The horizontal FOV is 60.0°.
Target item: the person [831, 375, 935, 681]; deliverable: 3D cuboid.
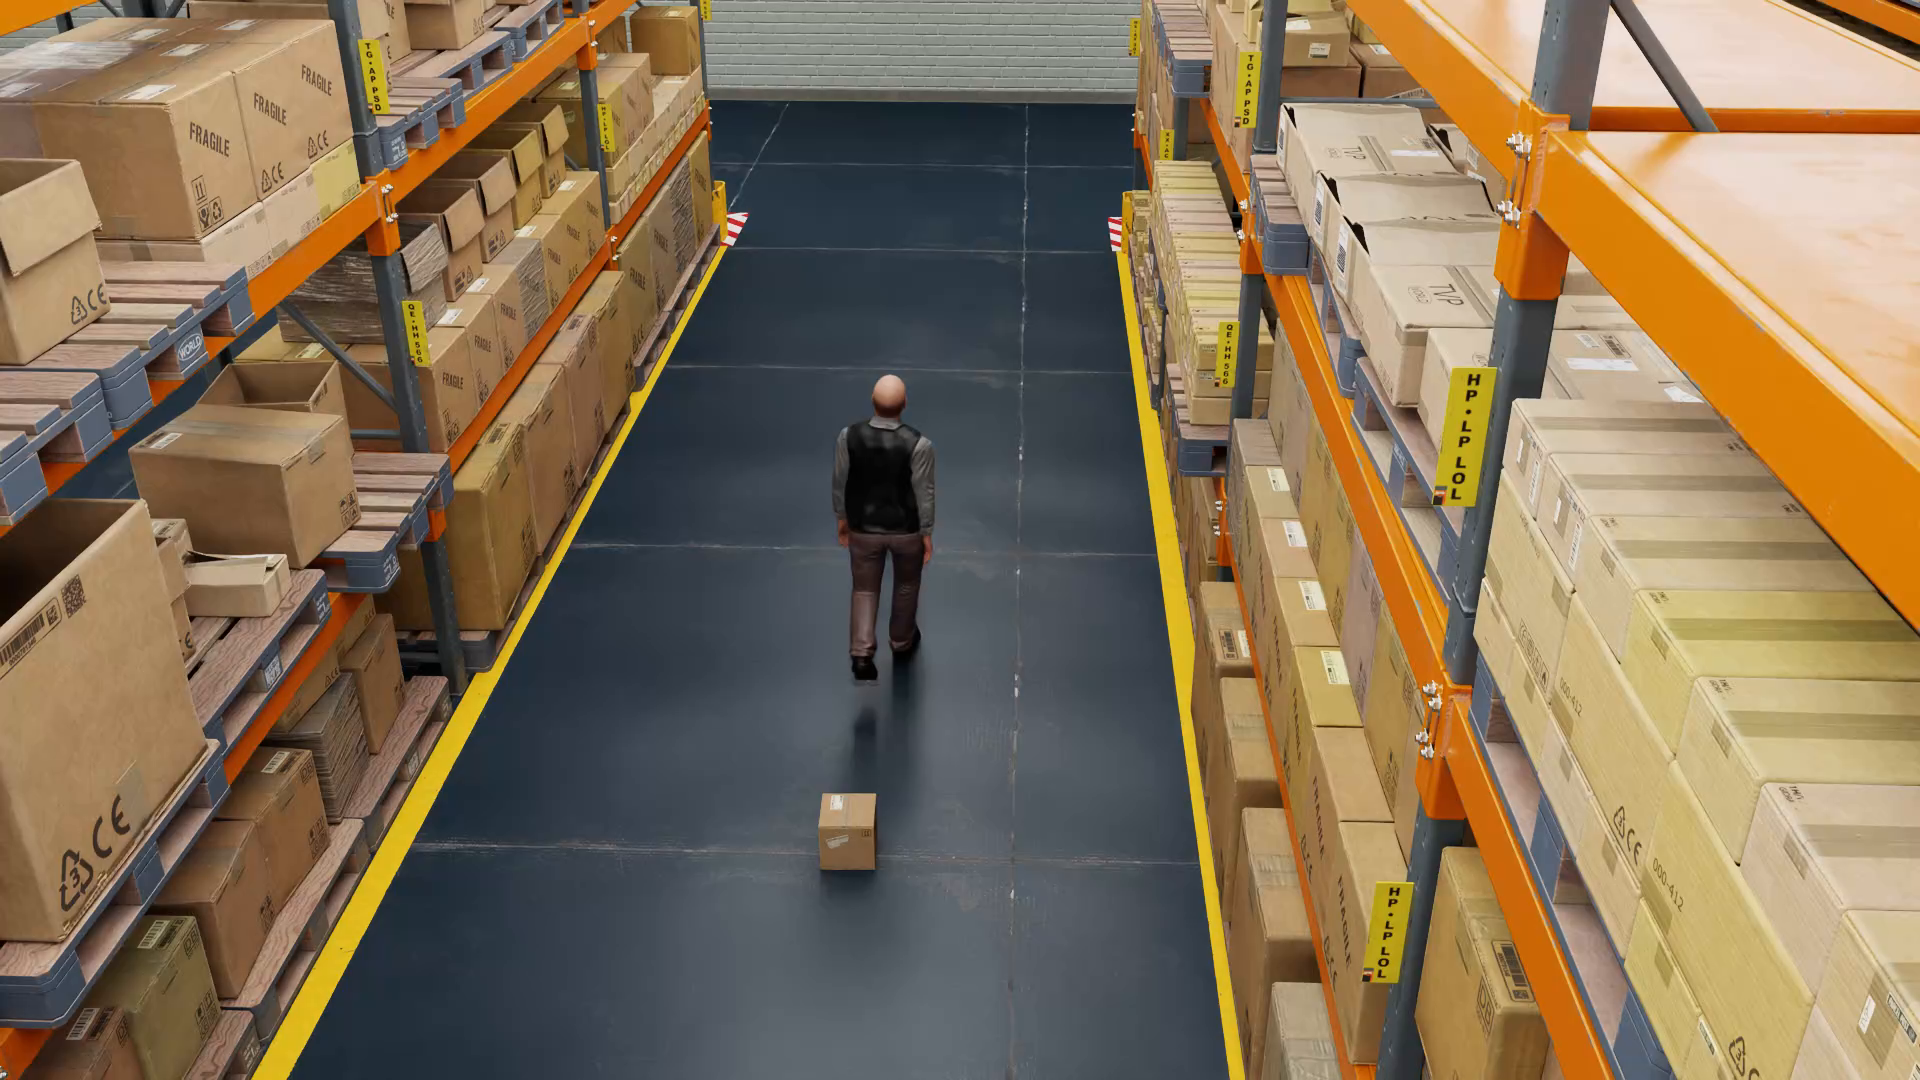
[{"bbox_3d":[-0.405,-0.036,8.701,0.550,1.697,0.838,3,28,7],"label":"person"}]
